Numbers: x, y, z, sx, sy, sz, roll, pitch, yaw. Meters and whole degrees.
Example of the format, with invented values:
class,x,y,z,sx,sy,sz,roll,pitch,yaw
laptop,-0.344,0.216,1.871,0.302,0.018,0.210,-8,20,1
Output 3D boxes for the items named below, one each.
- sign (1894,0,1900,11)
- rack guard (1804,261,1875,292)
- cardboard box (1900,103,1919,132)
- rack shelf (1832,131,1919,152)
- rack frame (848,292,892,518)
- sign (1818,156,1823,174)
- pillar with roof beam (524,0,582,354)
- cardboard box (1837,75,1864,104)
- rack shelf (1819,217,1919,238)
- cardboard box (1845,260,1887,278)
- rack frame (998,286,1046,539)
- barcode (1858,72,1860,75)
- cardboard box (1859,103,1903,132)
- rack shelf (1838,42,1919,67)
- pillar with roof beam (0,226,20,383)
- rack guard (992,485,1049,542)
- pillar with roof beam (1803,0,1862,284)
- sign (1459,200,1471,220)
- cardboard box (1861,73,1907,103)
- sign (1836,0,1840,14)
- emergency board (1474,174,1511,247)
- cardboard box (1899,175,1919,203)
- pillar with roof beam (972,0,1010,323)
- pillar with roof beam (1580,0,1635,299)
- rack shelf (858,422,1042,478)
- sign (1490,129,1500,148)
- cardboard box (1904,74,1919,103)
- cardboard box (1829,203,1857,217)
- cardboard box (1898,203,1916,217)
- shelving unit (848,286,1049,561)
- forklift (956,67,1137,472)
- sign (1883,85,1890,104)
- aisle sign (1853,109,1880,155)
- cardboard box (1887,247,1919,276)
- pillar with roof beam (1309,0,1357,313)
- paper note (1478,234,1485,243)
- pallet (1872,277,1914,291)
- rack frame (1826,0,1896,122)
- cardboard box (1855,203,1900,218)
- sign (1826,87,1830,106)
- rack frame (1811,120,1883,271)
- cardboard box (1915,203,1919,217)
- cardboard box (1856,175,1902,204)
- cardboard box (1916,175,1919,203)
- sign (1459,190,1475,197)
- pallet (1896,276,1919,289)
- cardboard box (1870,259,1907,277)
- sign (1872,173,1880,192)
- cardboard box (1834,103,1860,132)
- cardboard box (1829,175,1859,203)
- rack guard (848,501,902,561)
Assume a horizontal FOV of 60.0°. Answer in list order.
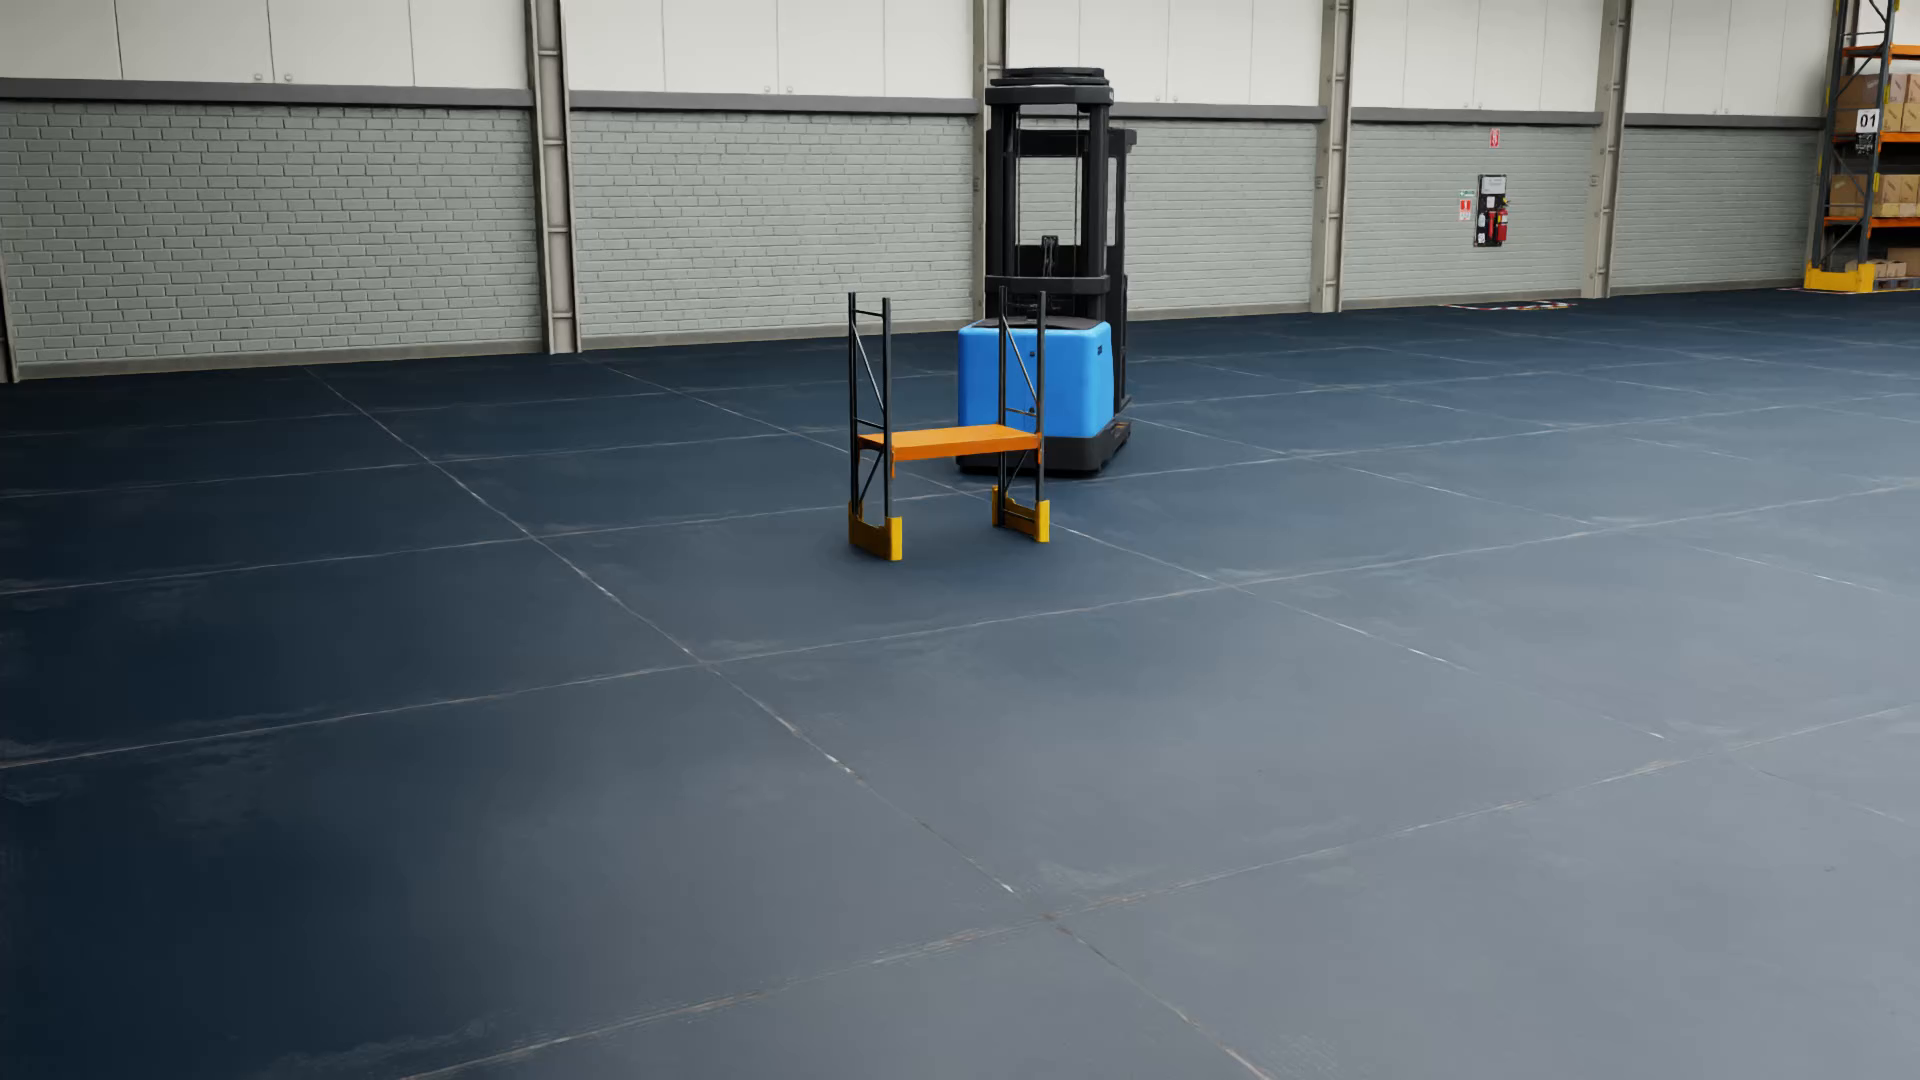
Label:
class,x,y,z,sx,sy,sz,roll,pitch,yaw
sign,16.276,-9.355,28.873,0.005,0.325,0.100,-7,14,-28
rack guard,16.083,-4.827,30.418,0.348,0.500,1.175,-7,14,-28
cardboard box,16.918,-7.597,29.928,0.500,0.500,0.500,-6,14,-24
rack shelf,17.771,-7.361,30.792,4.000,0.370,1.077,-7,14,-28
rack frame,-0.521,-0.669,9.667,0.032,1.500,0.500,-7,14,-28
sign,15.768,-6.866,30.430,0.005,0.325,0.100,-7,14,-28
pillar with roof beam,-2.787,-5.851,15.612,0.400,9.000,9.100,-7,14,-28
cardboard box,16.269,-8.144,30.081,0.500,0.500,0.500,-6,14,-25
rack shelf,17.771,-5.898,31.122,4.000,0.370,1.077,-7,14,-28
cardboard box,16.666,-4.996,30.601,0.500,0.311,0.500,-9,15,-34
rack frame,0.371,-0.776,10.142,0.032,1.500,0.500,-7,14,-28
barcode,16.400,-8.502,30.352,0.075,0.075,0.001,-7,14,-28
cardboard box,16.429,-7.547,29.707,0.500,0.500,0.500,-6,14,-26
rack shelf,17.771,-8.823,30.463,4.000,0.370,1.077,-7,14,-28
pillar with roof beam,-8.053,-5.220,12.807,0.400,9.000,9.100,-7,14,-28
rack guard,0.370,-0.166,10.279,0.087,0.250,0.587,-7,14,-28
pillar with roof beam,18.279,-8.376,26.830,0.400,9.000,9.100,-7,14,-28
sign,8.227,-5.374,27.074,0.234,0.329,0.001,-7,14,-28
cardboard box,16.470,-8.042,29.628,0.500,0.500,0.500,-8,15,-32
sign,15.768,-9.607,29.814,0.005,0.325,0.100,-7,14,-28
emergency board,8.762,-5.395,27.248,0.643,1.169,0.194,-7,14,-28
cardboard box,17.018,-6.383,30.228,0.500,0.500,0.500,-7,14,-28
pillar with roof beam,2.479,-6.482,18.416,0.400,9.000,9.100,-7,14,-28
pillar with roof beam,13.012,-7.744,24.026,0.400,9.000,9.100,-7,14,-28
rack shelf,-0.075,-0.547,9.944,1.000,0.185,0.538,-7,14,-28
sign,8.707,-6.544,27.075,0.199,0.298,0.001,-7,14,-28
cardboard box,16.935,-8.085,29.819,0.500,0.500,0.500,-7,14,-29
cardboard box,16.333,-6.061,30.506,0.500,0.250,0.500,-7,14,-27
cardboard box,17.045,-6.022,30.333,0.500,0.250,0.500,-7,15,-30
shelving unit,-0.067,-0.724,9.909,1.083,1.500,0.587,-7,14,-28
forklift,0.794,-2.208,13.244,1.130,2.935,3.031,3,13,12
sign,16.276,-7.823,29.218,0.005,0.325,0.100,-7,14,-28
aisle sign,16.096,-7.241,29.532,0.004,0.787,0.394,-7,14,-28
cardboard box,17.835,-5.216,31.147,0.500,0.500,0.700,-8,15,-31
pillar with roof beam,7.746,-7.113,21.221,0.400,9.000,9.100,-7,14,-28
paper note,8.574,-4.960,27.321,0.142,0.148,0.016,-7,14,-28
pallet,16.813,-4.764,30.799,1.213,0.211,1.003,-7,14,-28
rack frame,16.016,-8.965,29.449,0.127,3.000,1.000,-7,14,-28
cardboard box,16.596,-5.965,30.078,0.500,0.250,0.500,-7,15,-29
sign,15.768,-8.043,30.166,0.005,0.325,0.100,-7,14,-28
rack frame,16.016,-6.038,30.108,0.127,3.000,1.000,-7,14,-28
cardboard box,17.495,-6.075,30.566,0.500,0.250,0.500,-7,15,-29
cardboard box,16.579,-6.333,30.005,0.500,0.500,0.500,-7,14,-28
cardboard box,17.474,-6.436,30.464,0.500,0.500,0.500,-7,15,-30
sign,8.236,-5.631,27.011,0.331,0.109,0.001,-7,14,-28
pallet,17.882,-4.892,31.365,1.213,0.211,1.003,-7,14,-28
cardboard box,17.167,-5.056,30.867,0.500,0.311,0.500,-6,14,-23
sign,16.276,-6.356,29.548,0.005,0.325,0.100,-7,14,-28
cardboard box,16.261,-7.653,30.177,0.500,0.500,0.500,-6,14,-24
cardboard box,16.328,-6.431,30.442,0.500,0.500,0.500,-7,14,-28
rack guard,-0.504,-0.062,9.813,0.087,0.250,0.587,-7,14,-28
